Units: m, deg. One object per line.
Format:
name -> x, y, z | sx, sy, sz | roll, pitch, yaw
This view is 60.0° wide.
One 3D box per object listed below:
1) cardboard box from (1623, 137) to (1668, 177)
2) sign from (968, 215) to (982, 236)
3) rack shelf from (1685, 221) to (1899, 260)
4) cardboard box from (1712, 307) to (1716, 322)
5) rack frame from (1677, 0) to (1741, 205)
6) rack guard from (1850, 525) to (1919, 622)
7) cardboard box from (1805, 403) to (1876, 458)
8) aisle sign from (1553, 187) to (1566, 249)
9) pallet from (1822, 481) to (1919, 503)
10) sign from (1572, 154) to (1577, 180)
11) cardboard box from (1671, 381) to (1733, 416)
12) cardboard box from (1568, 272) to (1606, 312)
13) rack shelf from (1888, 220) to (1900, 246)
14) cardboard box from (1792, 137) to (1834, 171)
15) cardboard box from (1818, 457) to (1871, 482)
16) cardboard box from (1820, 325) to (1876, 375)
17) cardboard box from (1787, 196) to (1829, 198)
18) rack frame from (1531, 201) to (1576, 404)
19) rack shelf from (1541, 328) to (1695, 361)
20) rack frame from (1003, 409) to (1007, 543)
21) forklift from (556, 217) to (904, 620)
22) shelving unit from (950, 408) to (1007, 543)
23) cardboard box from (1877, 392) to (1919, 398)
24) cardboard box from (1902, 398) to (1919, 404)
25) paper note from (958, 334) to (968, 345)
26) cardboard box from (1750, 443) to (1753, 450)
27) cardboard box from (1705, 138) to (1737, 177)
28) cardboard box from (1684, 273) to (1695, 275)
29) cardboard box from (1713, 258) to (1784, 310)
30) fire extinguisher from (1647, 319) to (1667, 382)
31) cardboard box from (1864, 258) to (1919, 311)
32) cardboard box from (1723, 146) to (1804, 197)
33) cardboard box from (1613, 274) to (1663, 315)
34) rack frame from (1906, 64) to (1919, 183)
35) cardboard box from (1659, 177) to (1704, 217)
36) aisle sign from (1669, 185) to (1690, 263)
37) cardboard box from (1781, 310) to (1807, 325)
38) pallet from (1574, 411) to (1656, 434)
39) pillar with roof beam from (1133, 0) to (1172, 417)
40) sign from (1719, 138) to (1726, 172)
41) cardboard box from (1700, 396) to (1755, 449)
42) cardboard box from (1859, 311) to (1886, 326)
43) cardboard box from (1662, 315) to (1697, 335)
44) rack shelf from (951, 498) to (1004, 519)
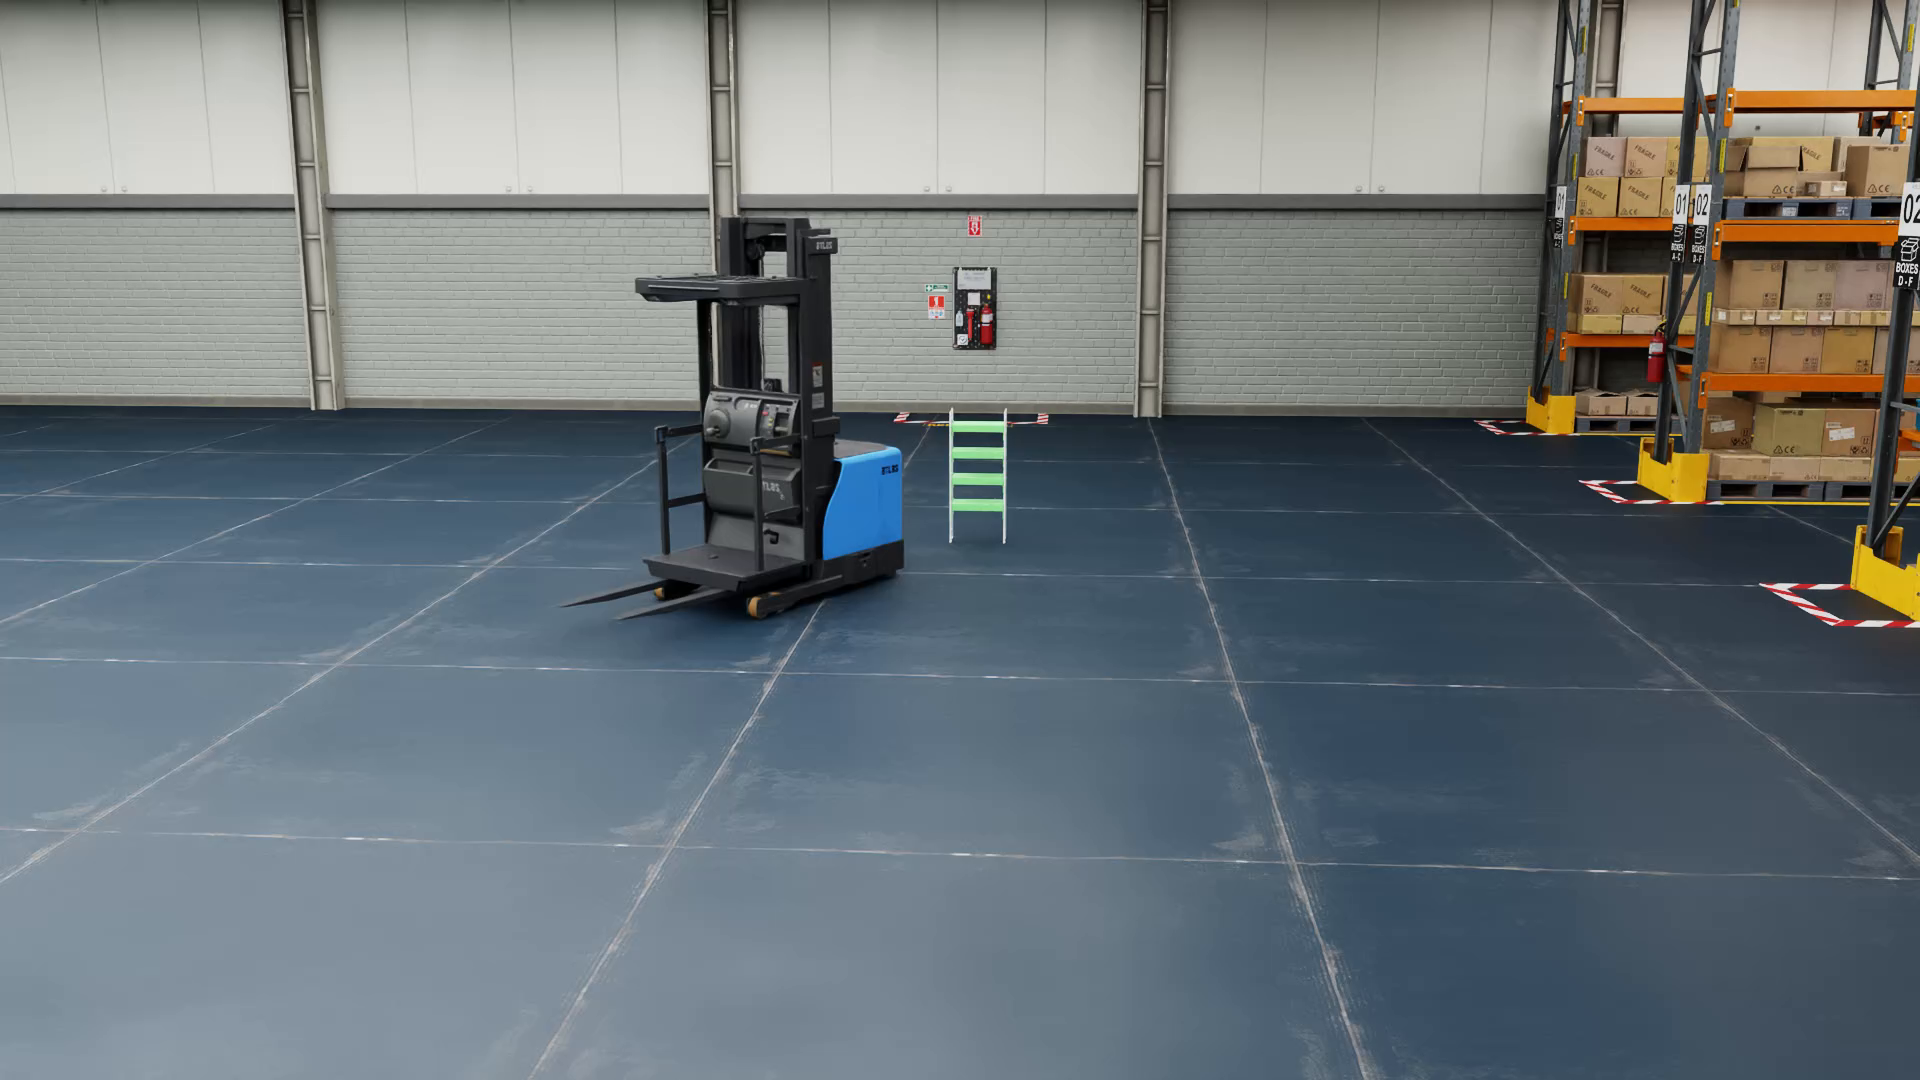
cardboard box -> 8.768, -4.934, 21.449 | 0.500, 0.500, 0.500 | 1, 12, 3
sign -> 0.208, -4.436, 23.466 | 0.199, 0.298, 0.001 | 1, 12, 4
rack shelf -> 9.571, -3.066, 17.013 | 4.000, 0.370, 1.077 | 1, 12, 4
cardboard box -> 7.970, -2.378, 17.462 | 0.250, 0.149, 0.380 | 1, 12, 3
rack frame -> 7.576, -4.914, 16.763 | 0.127, 3.000, 1.000 | 1, 12, 4
rack guard -> 7.320, 0.249, 12.837 | 0.348, 0.500, 1.175 | 1, 12, 4
cardboard box -> 9.095, -1.141, 17.236 | 0.500, 0.500, 0.500 | 1, 12, 4
aisle sign -> 7.811, -4.202, 21.661 | 0.004, 0.787, 0.394 | 1, 12, 4
pallet -> 9.556, -0.594, 17.571 | 1.213, 0.211, 1.003 | 1, 12, 4
sign -> 7.867, -4.775, 21.289 | 0.005, 0.325, 0.100 | 1, 12, 4
cardboard box -> 9.885, -1.925, 22.159 | 0.500, 0.500, 0.700 | 0, 12, 0
cardboard box -> 8.388, -3.330, 22.329 | 0.500, 0.500, 0.500 | 1, 12, 3
rack shelf -> 13.890, -4.024, 21.590 | 4.000, 0.370, 1.077 | 1, 12, 4
cardboard box -> 10.826, -4.908, 21.326 | 0.500, 0.500, 0.500 | 1, 12, 7
cardboard box -> 9.094, -0.771, 17.301 | 0.500, 0.250, 0.500 | 1, 12, 4
cardboard box -> 9.060, -2.003, 17.256 | 0.500, 0.500, 0.700 | 1, 12, 4
cardboard box -> 10.870, -4.428, 21.472 | 0.500, 0.500, 0.500 | 0, 12, -1
rack frame -> 7.903, -2.990, 22.216 | 0.127, 3.000, 1.000 | 1, 12, 4
rack shelf -> 9.899, -2.610, 22.159 | 4.000, 0.370, 1.077 | 1, 12, 4
rack frame -> 0.409, -0.582, 15.100 | 0.015, 1.200, 0.240 | 1, 12, 4
forklift -> -1.739, -0.958, 12.672 | 1.130, 2.935, 3.031 | 8, 15, 35
shelving unit -> 0.165, -0.585, 15.116 | 0.503, 1.200, 0.258 | 1, 12, 4
cardboard box -> 12.630, -1.920, 22.133 | 0.500, 0.500, 0.700 | 1, 12, 6
cardboard box -> 10.127, -1.233, 17.679 | 0.500, 0.500, 0.500 | 1, 12, 4
paper note -> 0.037, -2.866, 23.775 | 0.142, 0.148, 0.016 | 1, 12, 4
cardboard box -> 8.630, -0.886, 17.849 | 0.500, 0.250, 0.500 | 1, 12, 4
cardboard box -> 9.888, -5.029, 21.902 | 0.500, 0.500, 0.500 | 1, 12, 4
cardboard box -> 9.908, -3.308, 22.224 | 0.500, 0.500, 0.500 | 1, 12, 5
cardboard box -> 8.093, -2.652, 17.188 | 0.500, 0.500, 0.700 | 1, 12, 4
fire extinguisher -> 7.489, -2.036, 17.847 | 0.183, 0.674, 0.296 | 1, 12, 4
cardboard box -> 9.621, -2.632, 17.094 | 0.500, 0.500, 0.700 | 1, 12, 4
cardboard box -> 8.149, -3.762, 16.961 | 0.637, 0.503, 0.797 | 2, 12, 8
cardboard box -> 8.852, -3.216, 21.785 | 0.500, 0.500, 0.500 | 1, 12, 4
rack frame -> 7.241, -3.902, 11.926 | 0.127, 3.000, 1.000 | 1, 12, 4
cardboard box -> 9.272, -4.440, 21.530 | 0.500, 0.500, 0.500 | 1, 12, 6
aisle sign -> 7.530, -3.311, 17.402 | 0.004, 0.787, 0.394 | 1, 12, 4
cardboard box -> 8.465, -2.288, 17.033 | 0.250, 0.149, 0.380 | 1, 12, 4
pallet -> 8.787, -1.605, 22.409 | 1.213, 0.211, 1.003 | 1, 12, 4
pillar with roof beam -> 2.385, -5.296, 18.588 | 0.400, 9.000, 9.100 | 1, 12, 4
sign -> 7.533, -3.799, 16.431 | 0.005, 0.325, 0.100 | 1, 12, 4
cardboard box -> 8.131, -1.258, 17.795 | 0.500, 0.500, 0.500 | 1, 12, 4
cardboard box -> 9.238, -2.277, 16.983 | 0.250, 0.149, 0.380 | 1, 12, 3
cardboard box -> 9.396, -2.842, 21.828 | 0.500, 0.250, 0.500 | 1, 12, 3
rack shelf -> 0.165, -0.288, 15.179 | 0.480, 0.148, 0.258 | 1, 12, 4
